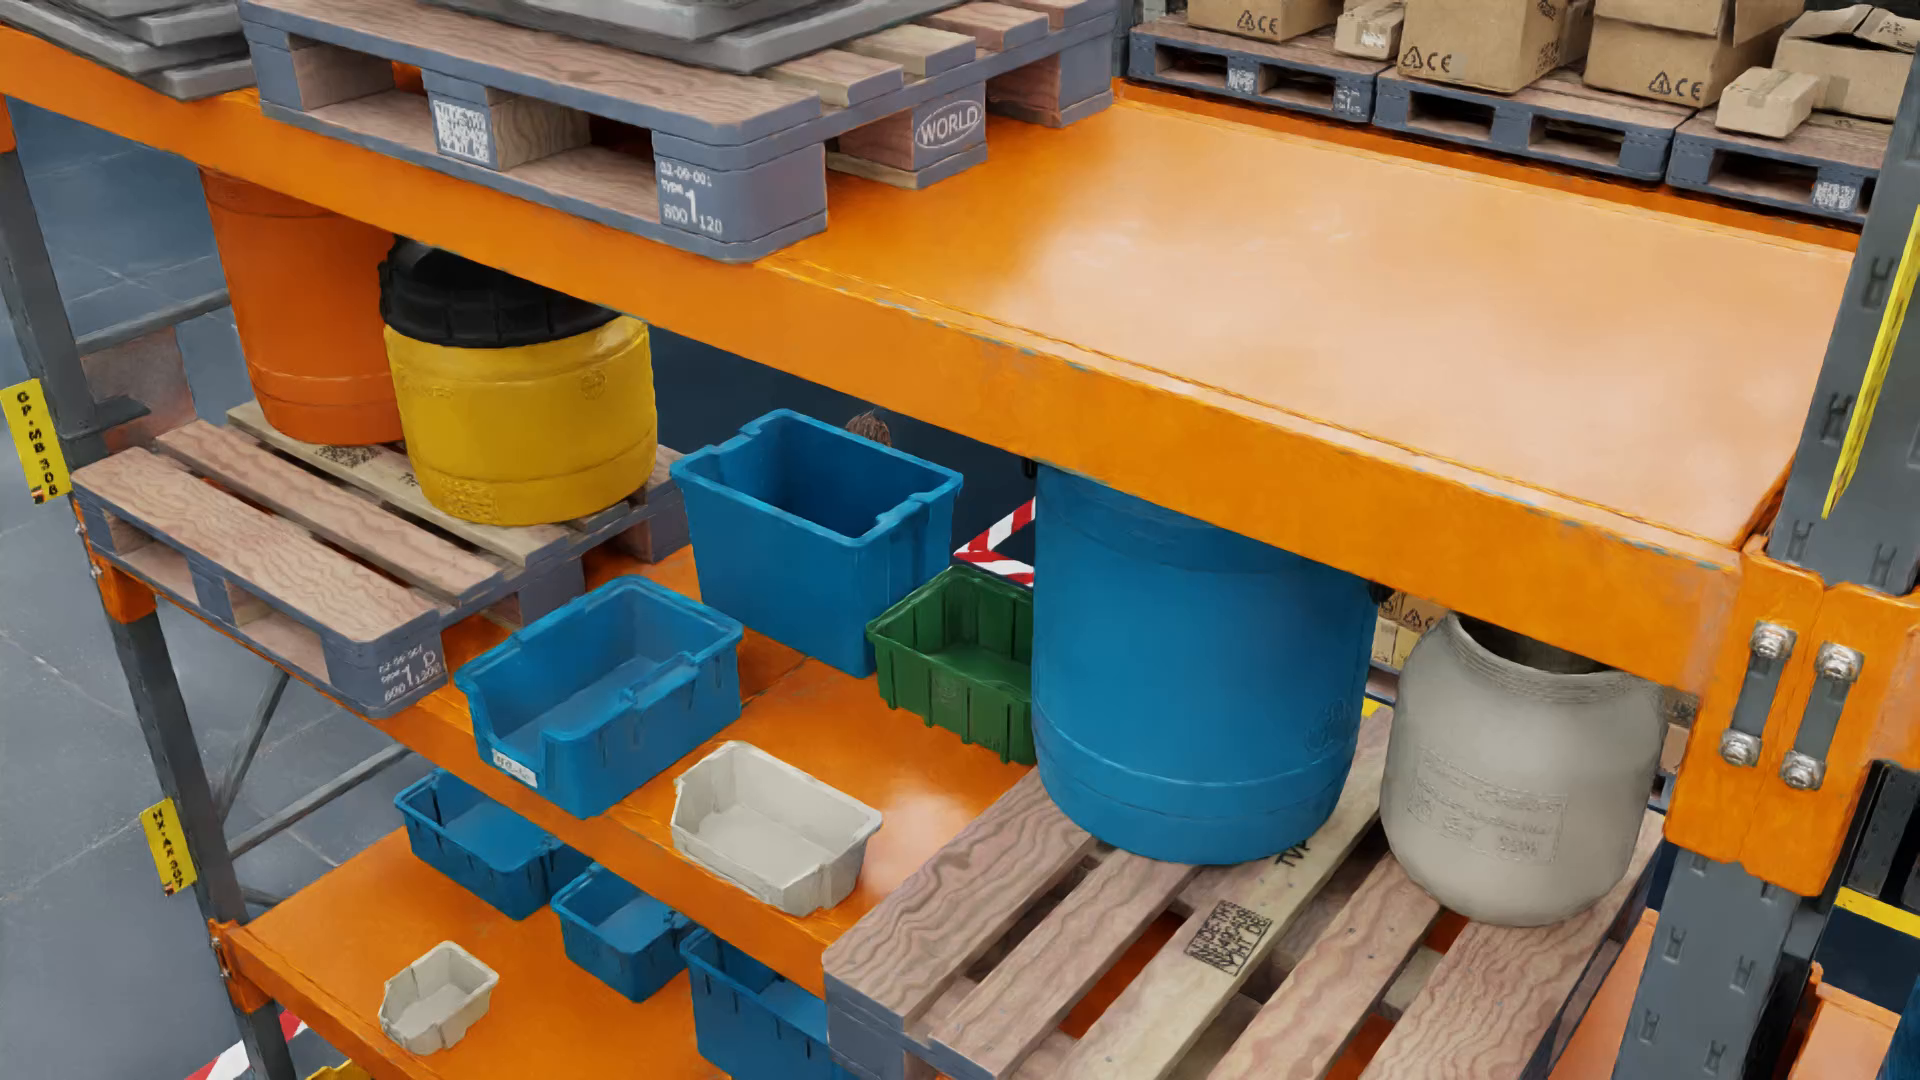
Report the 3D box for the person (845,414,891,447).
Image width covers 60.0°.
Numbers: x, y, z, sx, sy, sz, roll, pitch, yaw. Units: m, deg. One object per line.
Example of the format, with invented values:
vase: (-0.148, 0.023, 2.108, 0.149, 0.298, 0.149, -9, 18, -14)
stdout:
person: (-0.484, 0.117, 7.927, 0.442, 1.567, 0.579, 6, 32, 10)
